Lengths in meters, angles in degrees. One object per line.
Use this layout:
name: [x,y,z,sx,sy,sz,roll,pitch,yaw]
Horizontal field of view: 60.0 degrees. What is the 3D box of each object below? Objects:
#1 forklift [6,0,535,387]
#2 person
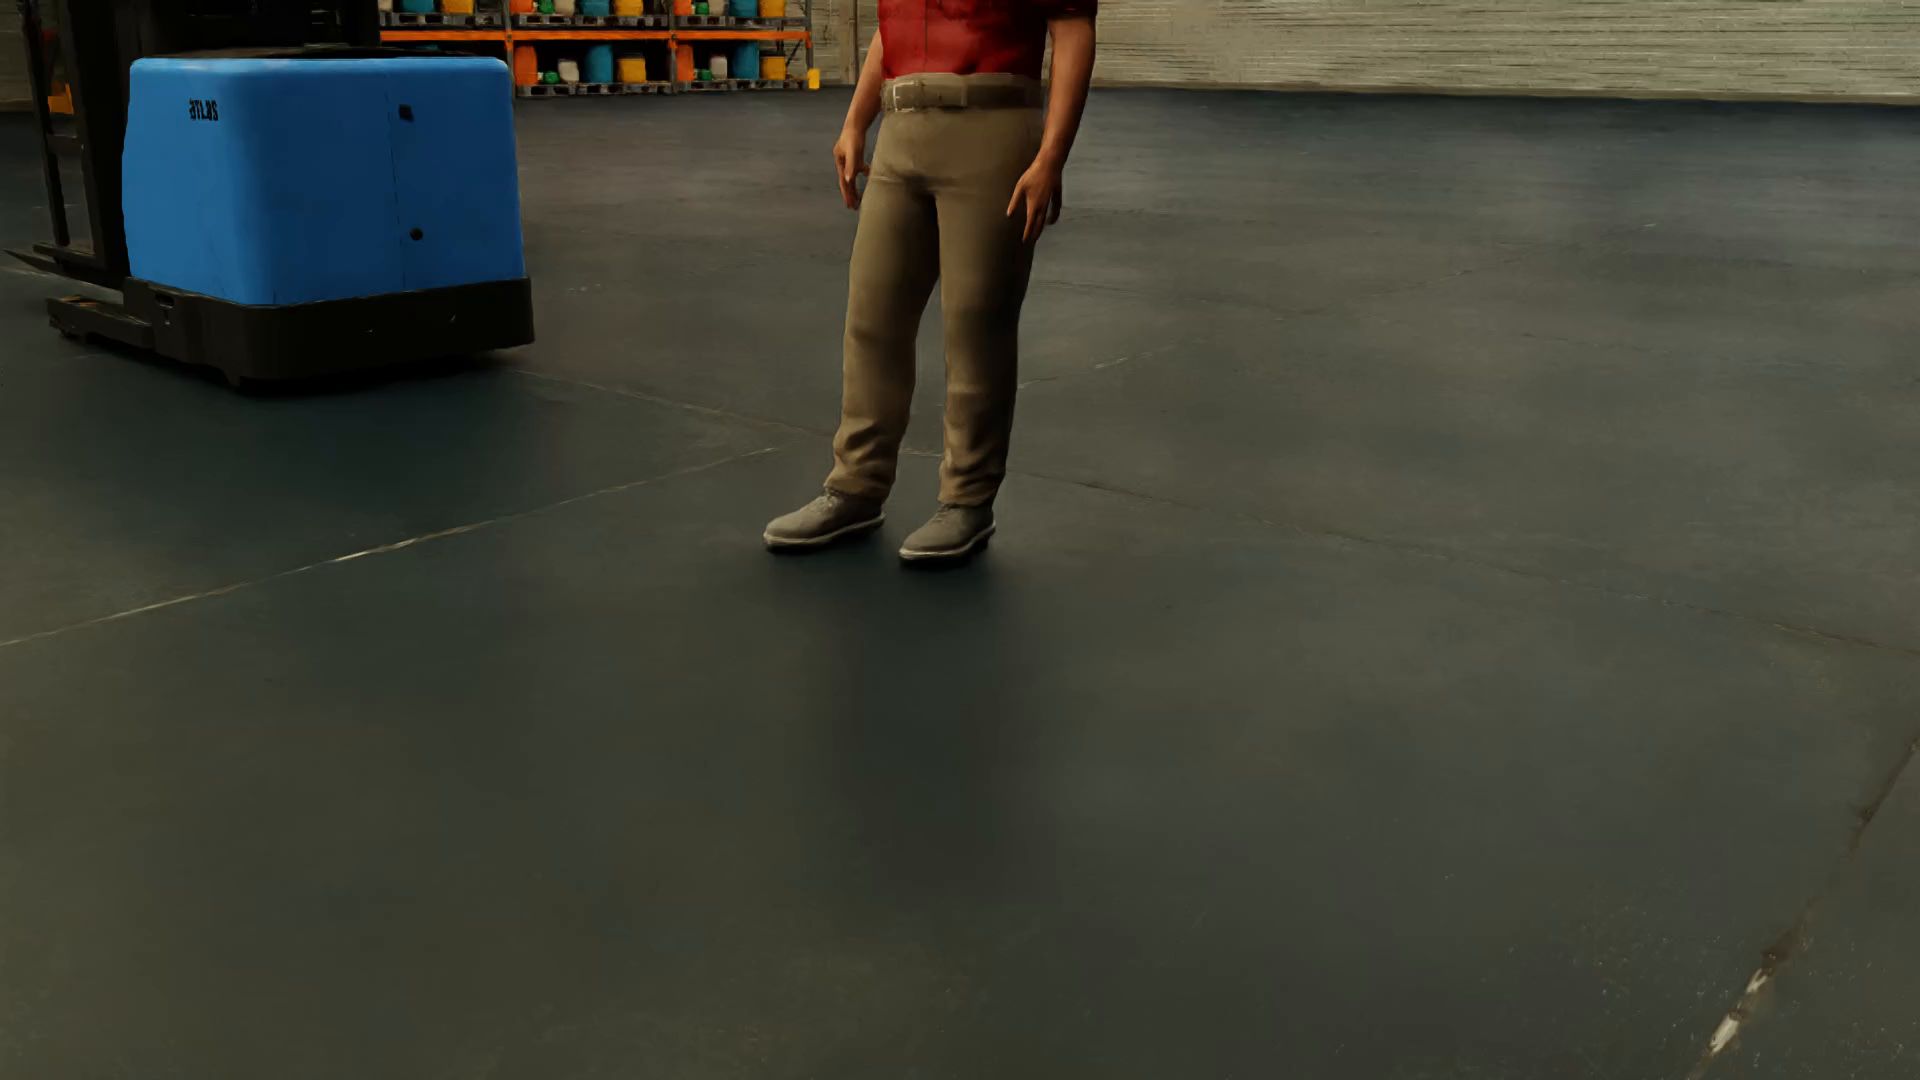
forklift: [-2.965,-2.257,6.330,3.031,2.935,1.130,16,23,42]
person: [-0.066,-0.816,3.630,0.640,1.727,0.550,13,21,37]
